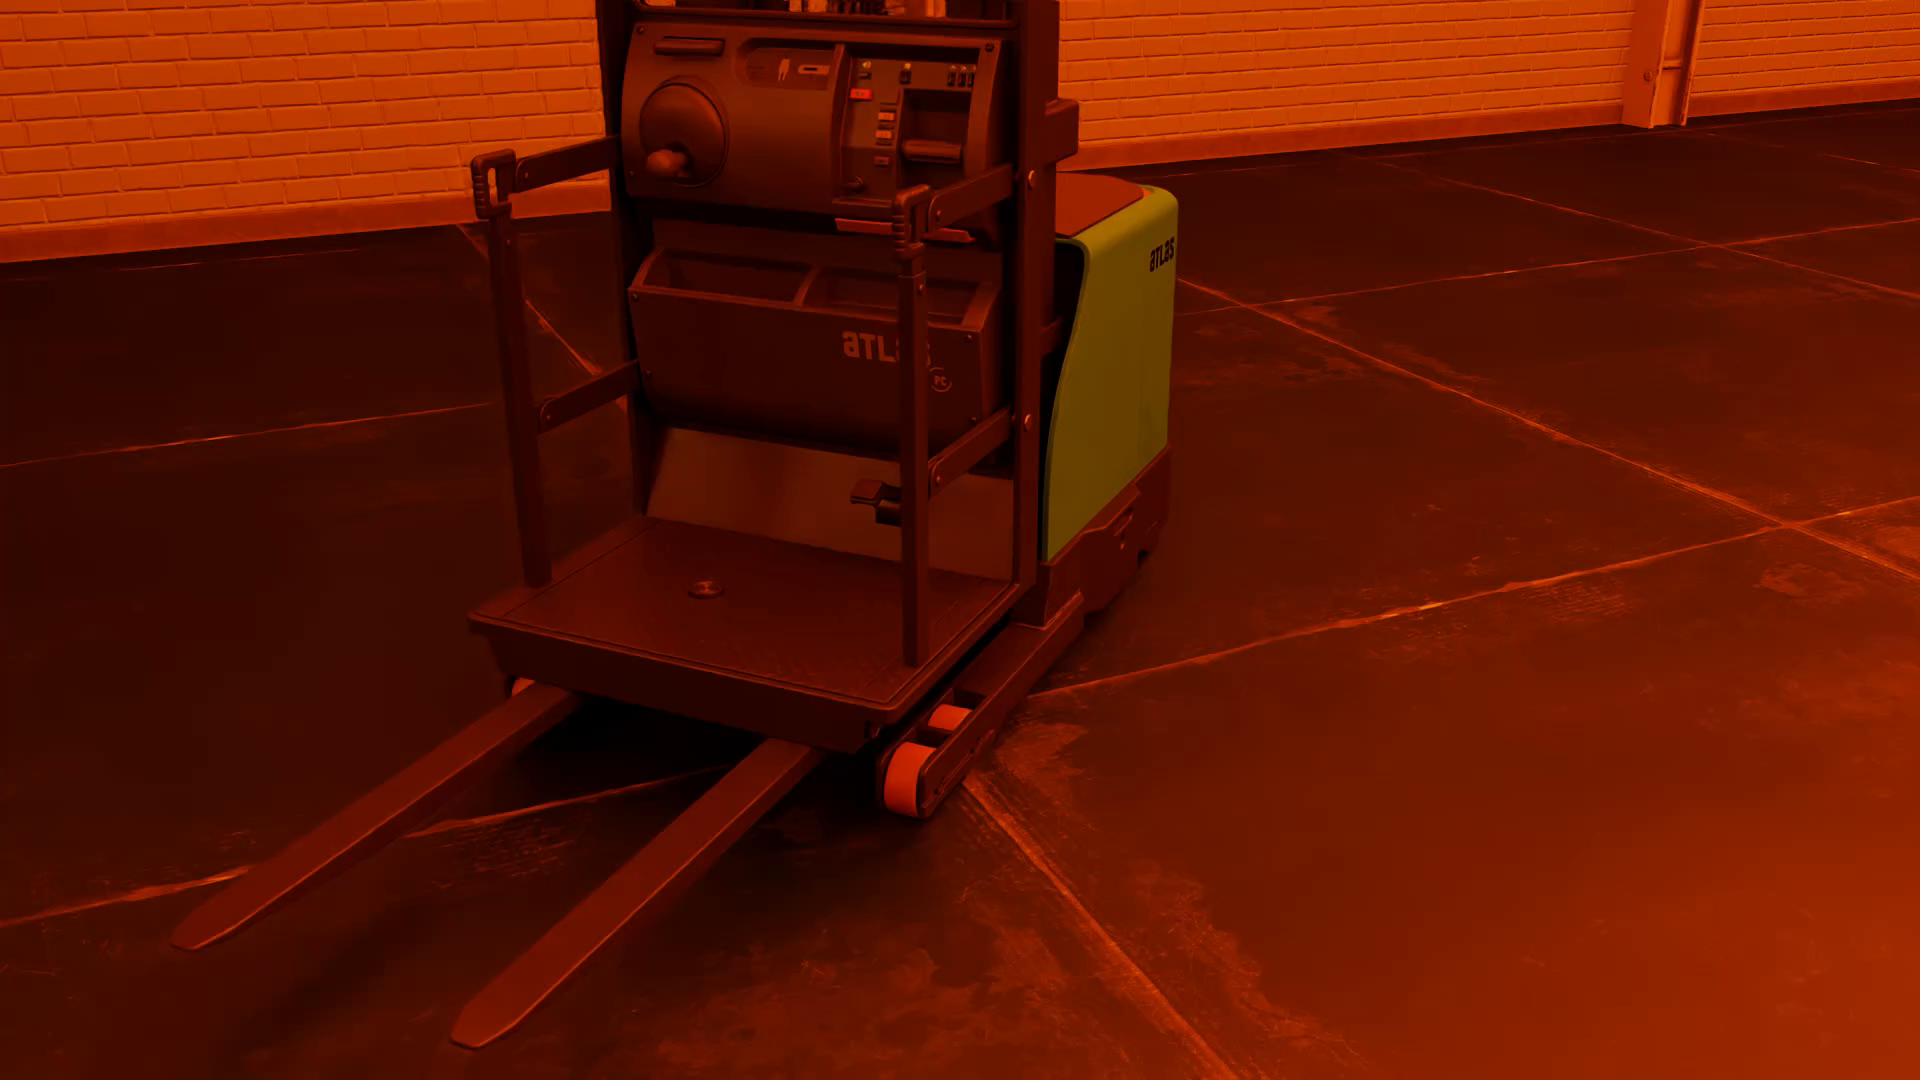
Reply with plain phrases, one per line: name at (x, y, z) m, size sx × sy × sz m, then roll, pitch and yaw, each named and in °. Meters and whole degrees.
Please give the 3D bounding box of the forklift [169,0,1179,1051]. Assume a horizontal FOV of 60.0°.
forklift at (-0.434, -0.932, 3.529) m, size 1.130 × 2.935 × 3.031 m, roll 10°, pitch 25°, yaw 22°
